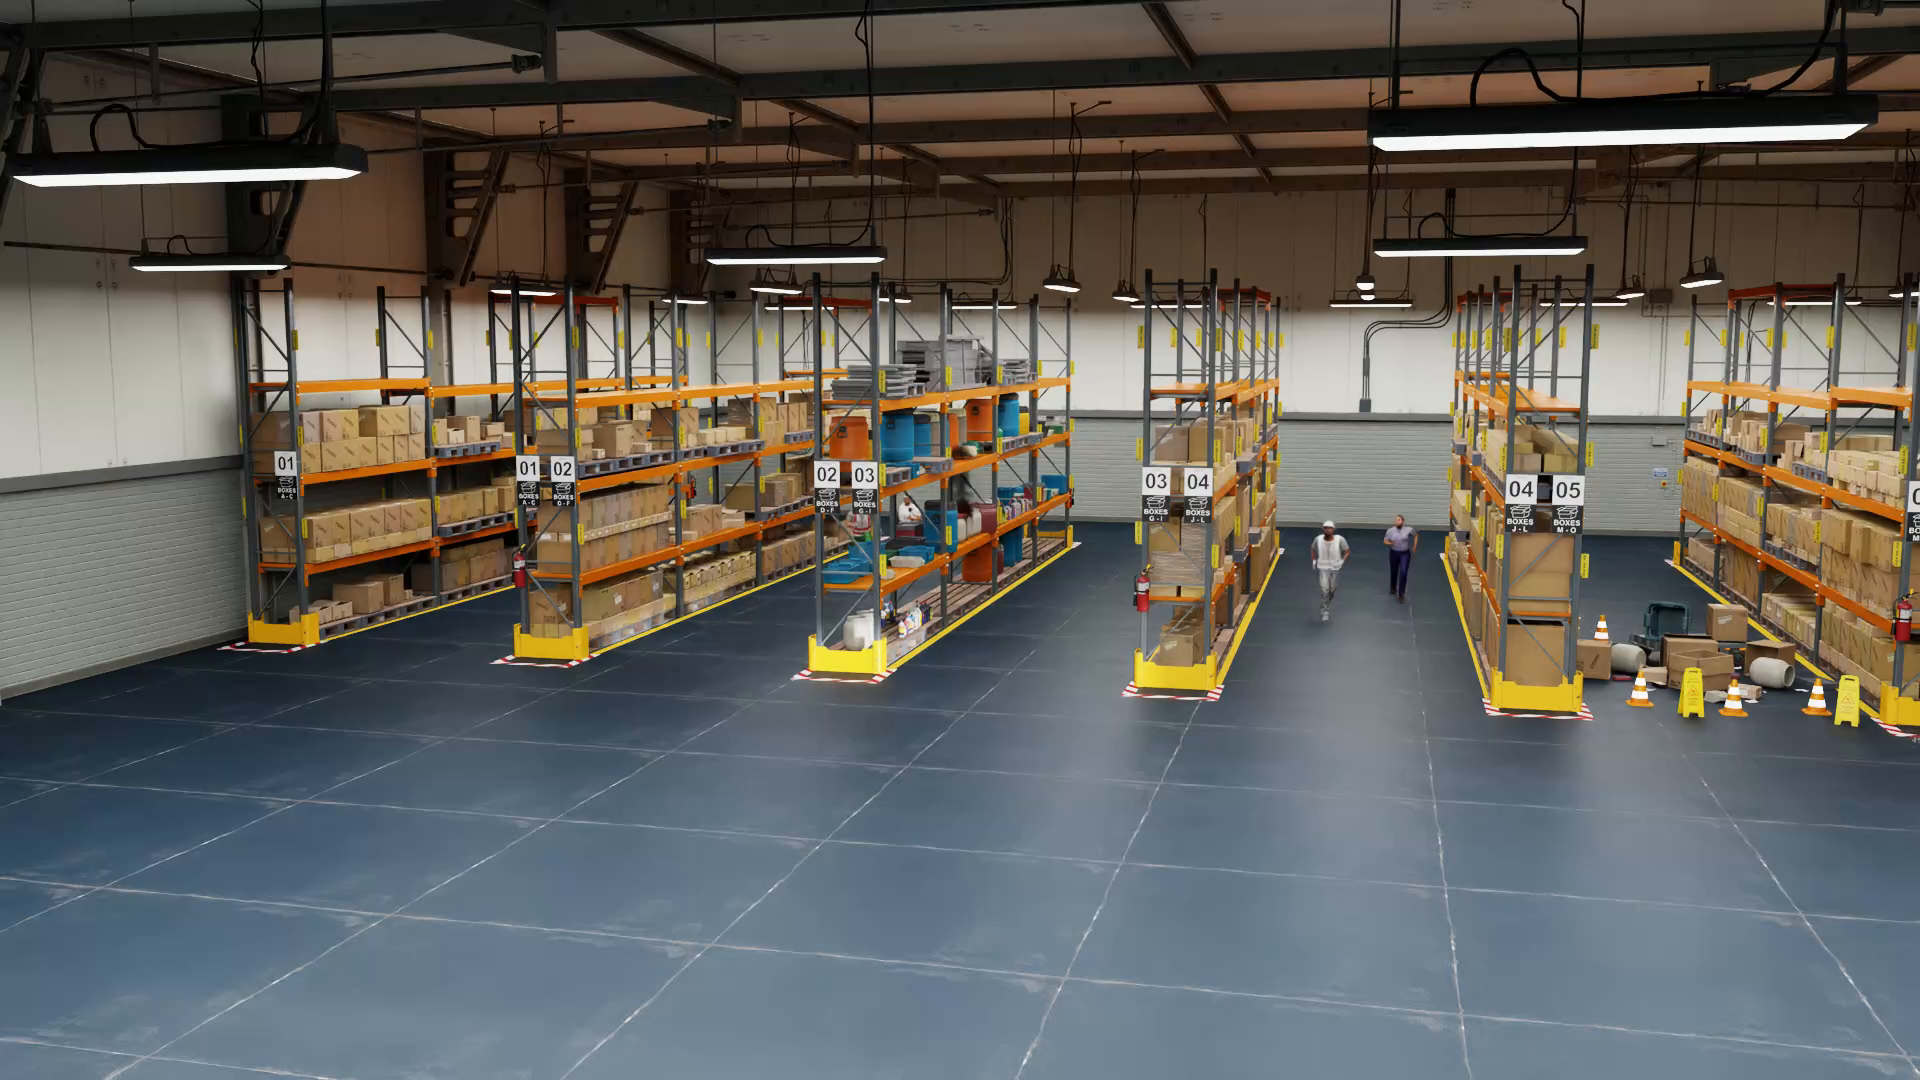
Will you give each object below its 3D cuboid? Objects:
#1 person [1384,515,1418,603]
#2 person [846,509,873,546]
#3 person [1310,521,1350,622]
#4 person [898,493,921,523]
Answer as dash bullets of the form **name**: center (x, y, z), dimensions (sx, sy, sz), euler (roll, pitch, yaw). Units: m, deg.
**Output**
- **person**: center (8.516, 0.385, 32.168), dimensions (0.621, 1.606, 0.901), euler (3, 7, 21)
- **person**: center (-2.068, -0.119, 35.267), dimensions (0.702, 1.687, 0.994), euler (-1, 7, -5)
- **person**: center (6.667, 0.536, 29.998), dimensions (0.684, 1.796, 0.835), euler (1, 7, 10)
- **person**: center (-1.123, -0.192, 36.448), dimensions (0.599, 1.707, 0.742), euler (2, 7, 17)
